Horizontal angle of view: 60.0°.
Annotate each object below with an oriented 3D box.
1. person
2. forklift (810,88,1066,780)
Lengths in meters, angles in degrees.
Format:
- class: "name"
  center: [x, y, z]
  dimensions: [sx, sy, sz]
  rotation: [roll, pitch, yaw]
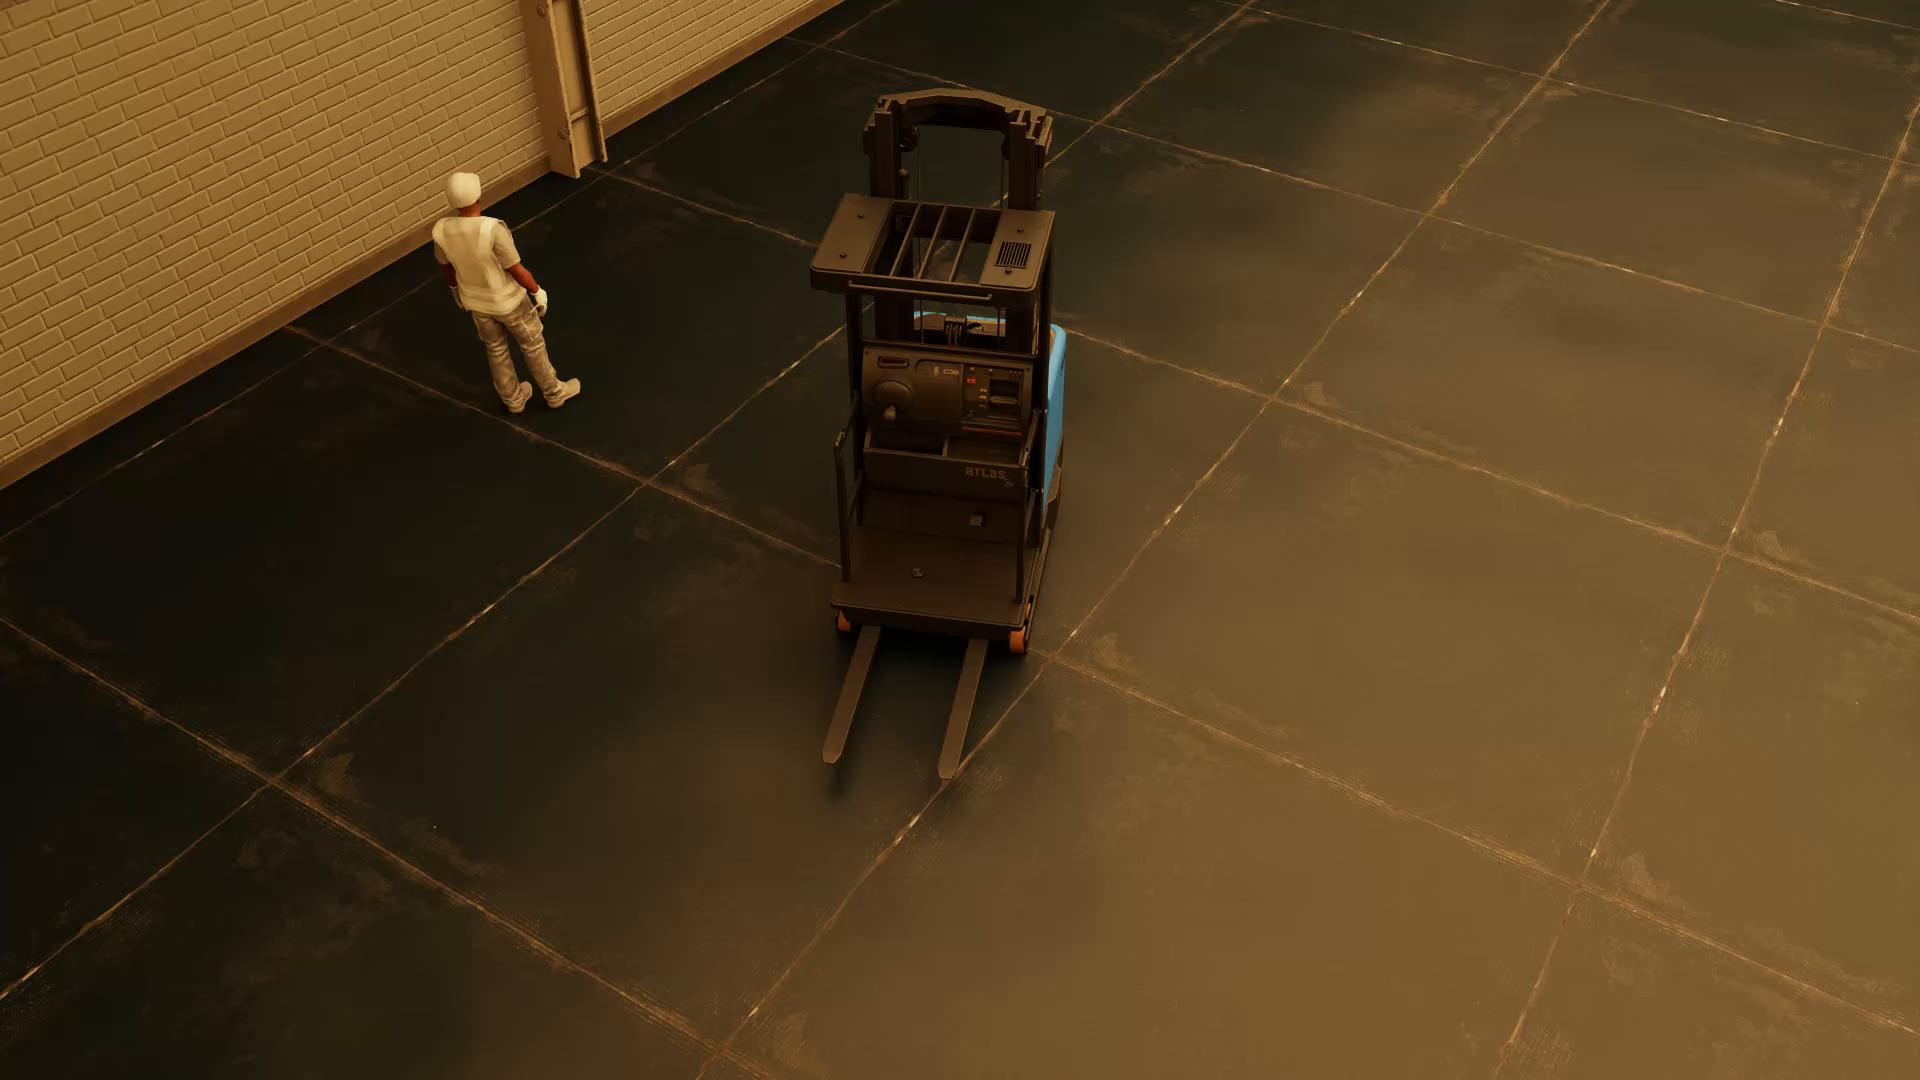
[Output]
- class: "person"
  center: [-2.965, -1.614, 10.748]
  dimensions: [0.656, 1.781, 0.578]
  rotation: [10, 41, 11]
- class: "forklift"
  center: [-0.108, -0.731, 8.830]
  dimensions: [1.130, 2.935, 3.031]
  rotation: [7, 41, 8]
